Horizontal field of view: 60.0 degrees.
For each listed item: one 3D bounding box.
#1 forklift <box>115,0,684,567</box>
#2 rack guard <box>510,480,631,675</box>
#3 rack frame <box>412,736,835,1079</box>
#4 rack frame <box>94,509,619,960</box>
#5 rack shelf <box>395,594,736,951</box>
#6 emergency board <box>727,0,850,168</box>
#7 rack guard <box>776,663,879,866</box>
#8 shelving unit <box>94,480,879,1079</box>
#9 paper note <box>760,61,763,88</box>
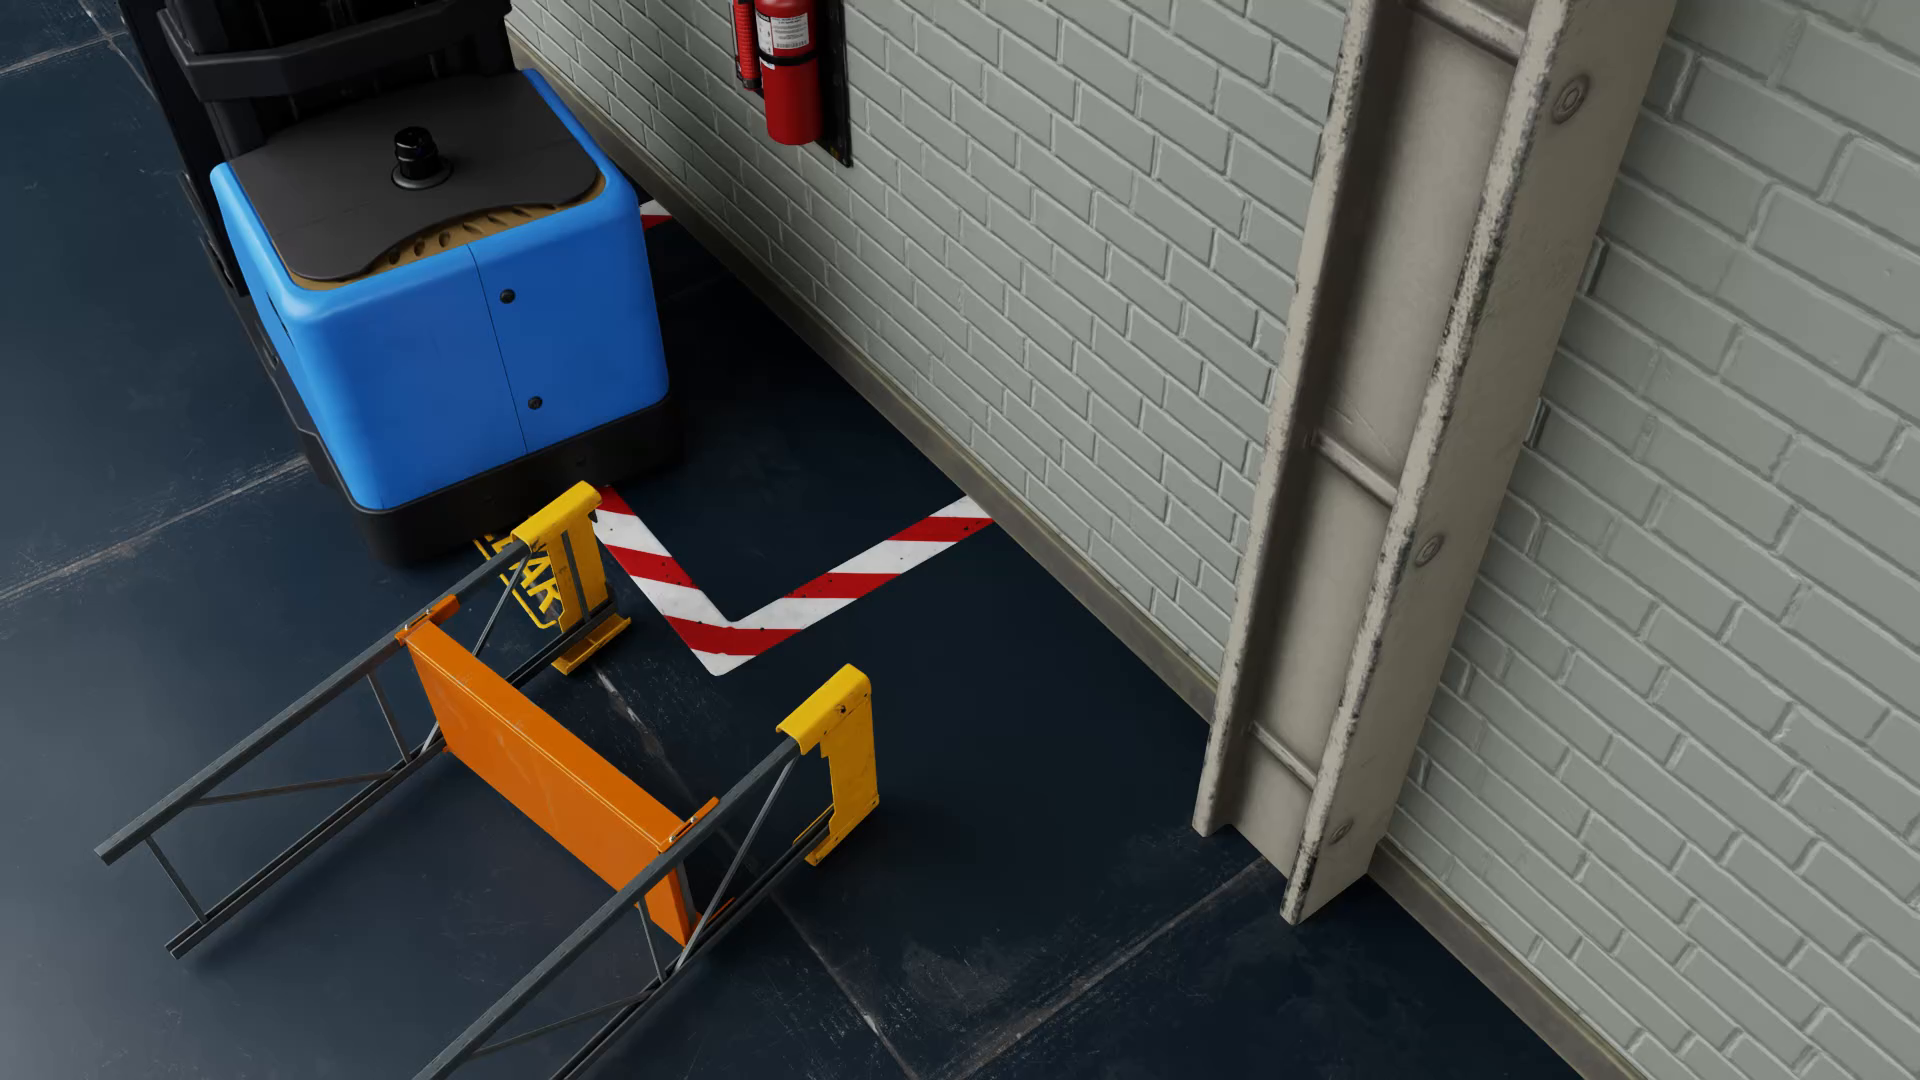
[{"bbox_3d":[-2.108,-1.982,5.068,1.130,2.935,3.031,-25,52,-21],"label":"forklift"},{"bbox_3d":[-1.098,0.115,4.728,0.087,0.587,0.250,32,56,26],"label":"rack guard"},{"bbox_3d":[-0.735,0.947,3.978,0.032,0.500,1.500,32,56,26],"label":"rack frame"},{"bbox_3d":[-1.514,0.463,4.417,0.032,0.500,1.500,32,56,26],"label":"rack frame"},{"bbox_3d":[-1.009,0.602,4.290,1.000,0.538,0.185,32,56,26],"label":"rack shelf"},{"bbox_3d":[-0.594,-1.658,4.729,0.194,1.169,0.643,-29,54,-24],"label":"emergency board"},{"bbox_3d":[-0.335,0.589,4.298,0.087,0.587,0.250,32,56,26],"label":"rack guard"},{"bbox_3d":[-1.118,0.709,4.194,1.083,0.587,1.500,32,56,26],"label":"shelving unit"},{"bbox_3d":[-0.646,-1.498,5.178,0.016,0.148,0.142,-29,54,-24],"label":"paper note"}]
